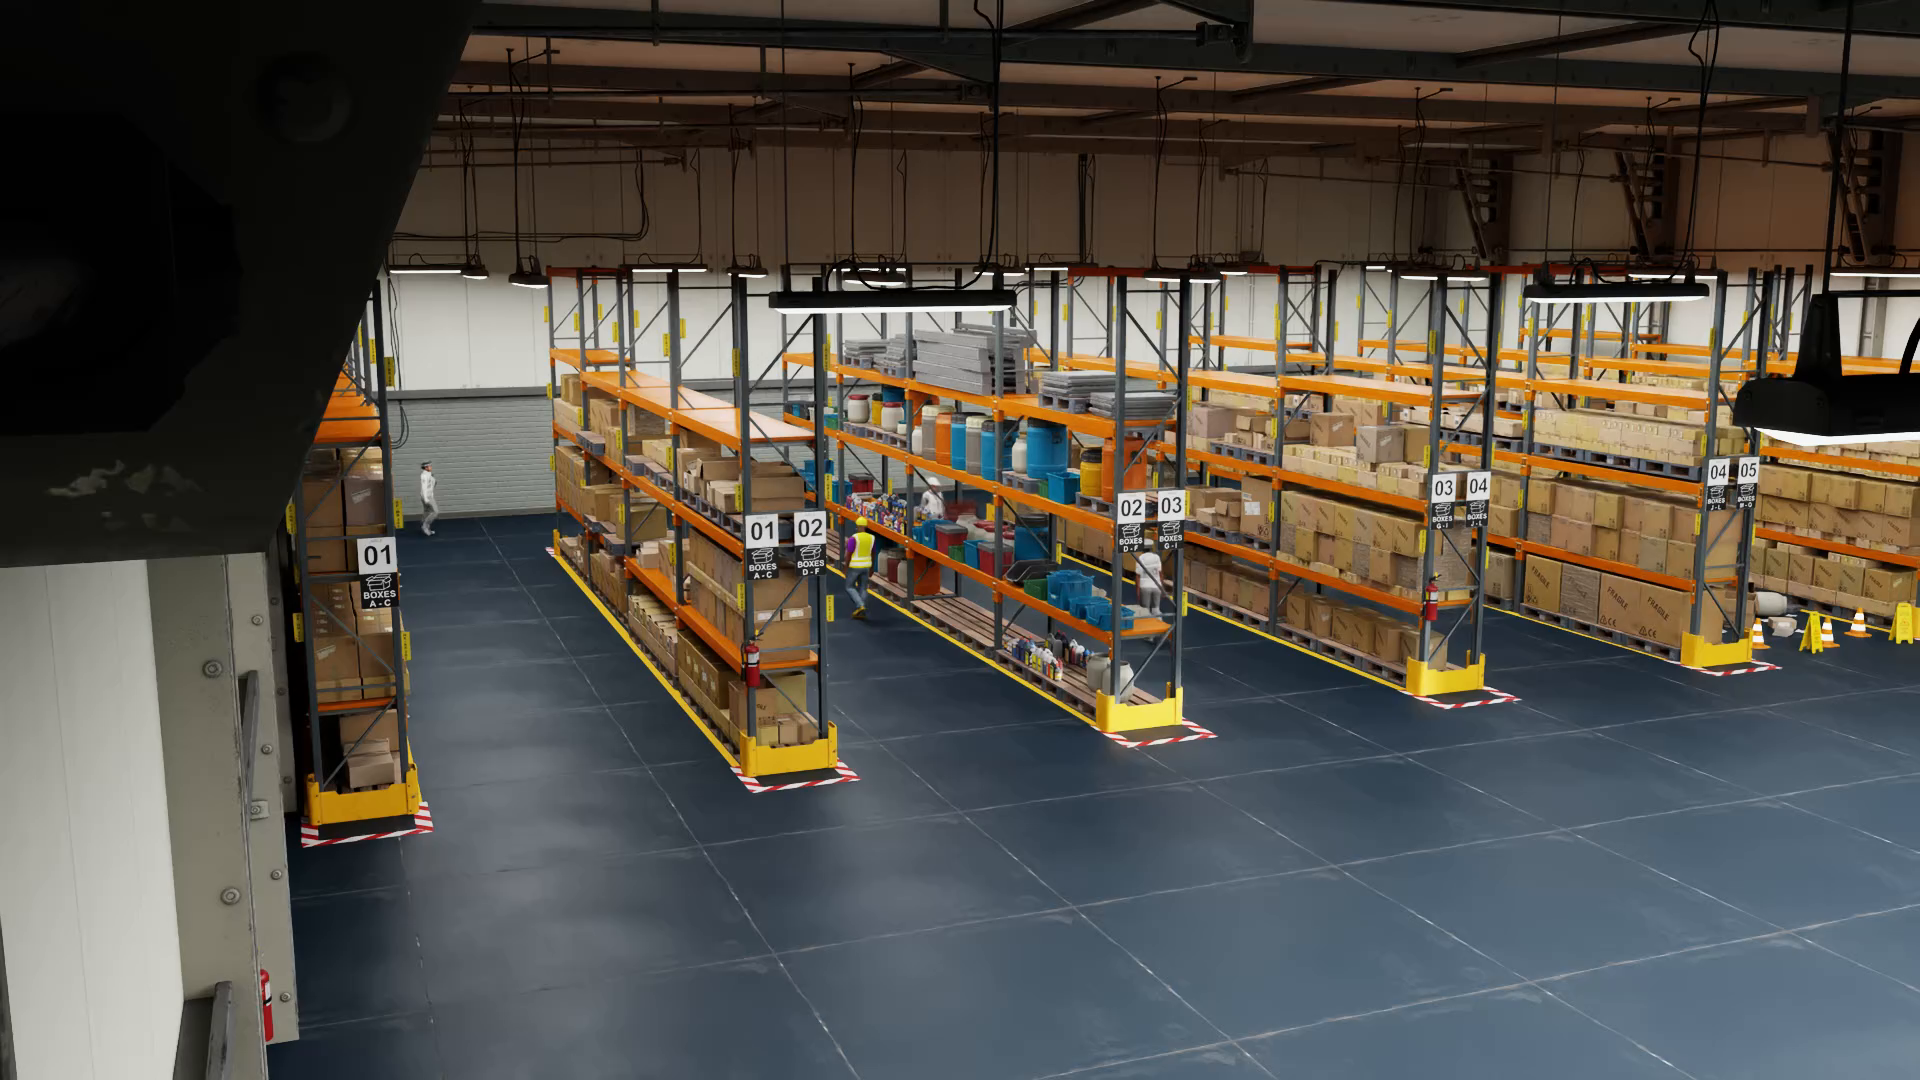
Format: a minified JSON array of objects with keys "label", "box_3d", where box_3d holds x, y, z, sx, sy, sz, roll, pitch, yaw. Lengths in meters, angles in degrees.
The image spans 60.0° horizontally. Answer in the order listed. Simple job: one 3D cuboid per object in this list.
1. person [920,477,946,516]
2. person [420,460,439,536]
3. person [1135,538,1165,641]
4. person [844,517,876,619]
[{"label":"person","box_3d":[-0.477,-0.419,33.950,0.950,1.740,0.574,8,13,40]},{"label":"person","box_3d":[-11.891,-0.952,37.204,0.392,1.687,0.504,-3,10,-19]},{"label":"person","box_3d":[3.103,0.815,27.140,0.504,1.664,0.456,-2,10,-10]},{"label":"person","box_3d":[-1.701,0.486,28.726,0.609,1.760,0.488,-7,12,-33]}]
